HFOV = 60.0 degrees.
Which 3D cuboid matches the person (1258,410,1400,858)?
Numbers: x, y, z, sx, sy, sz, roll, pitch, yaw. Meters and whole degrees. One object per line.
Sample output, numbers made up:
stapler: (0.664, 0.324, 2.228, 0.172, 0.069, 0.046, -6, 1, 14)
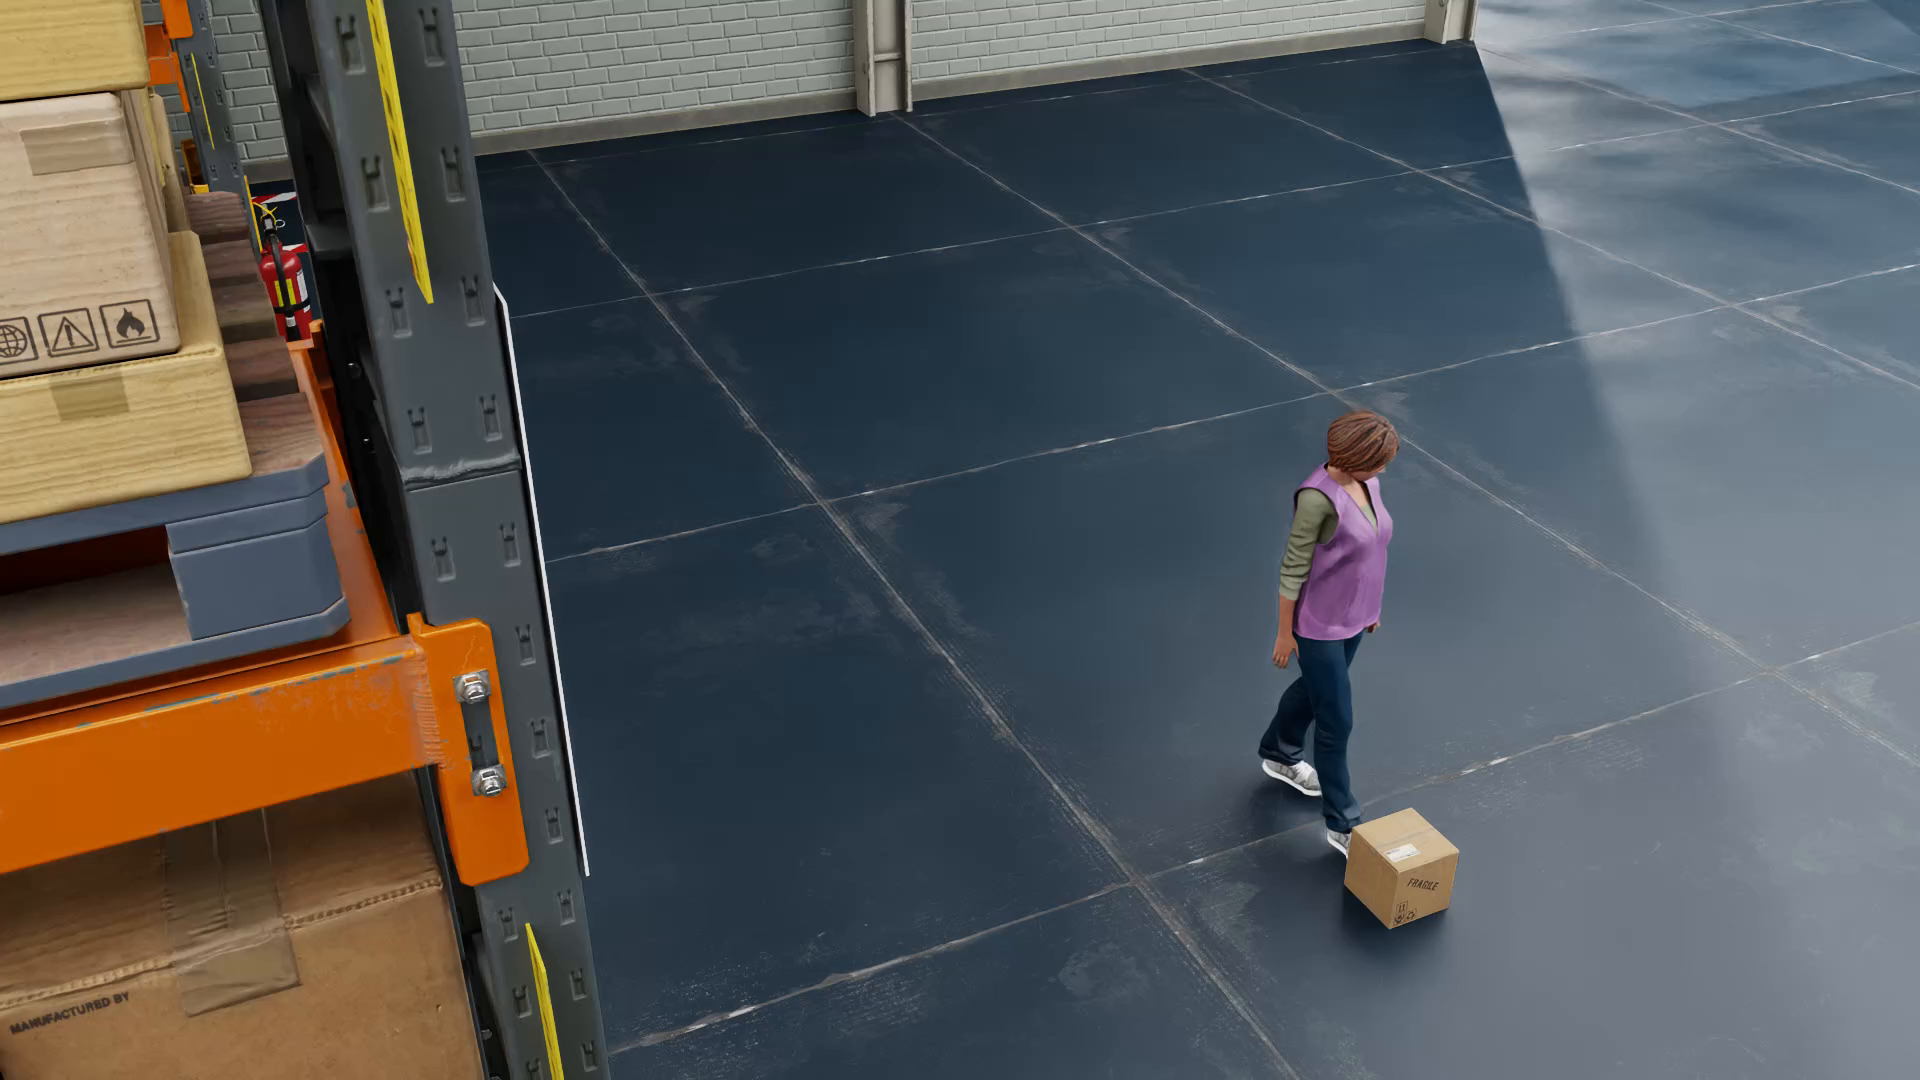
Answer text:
person: (1.323, 0.309, 5.588, 0.671, 1.564, 0.455, 25, 38, 36)
